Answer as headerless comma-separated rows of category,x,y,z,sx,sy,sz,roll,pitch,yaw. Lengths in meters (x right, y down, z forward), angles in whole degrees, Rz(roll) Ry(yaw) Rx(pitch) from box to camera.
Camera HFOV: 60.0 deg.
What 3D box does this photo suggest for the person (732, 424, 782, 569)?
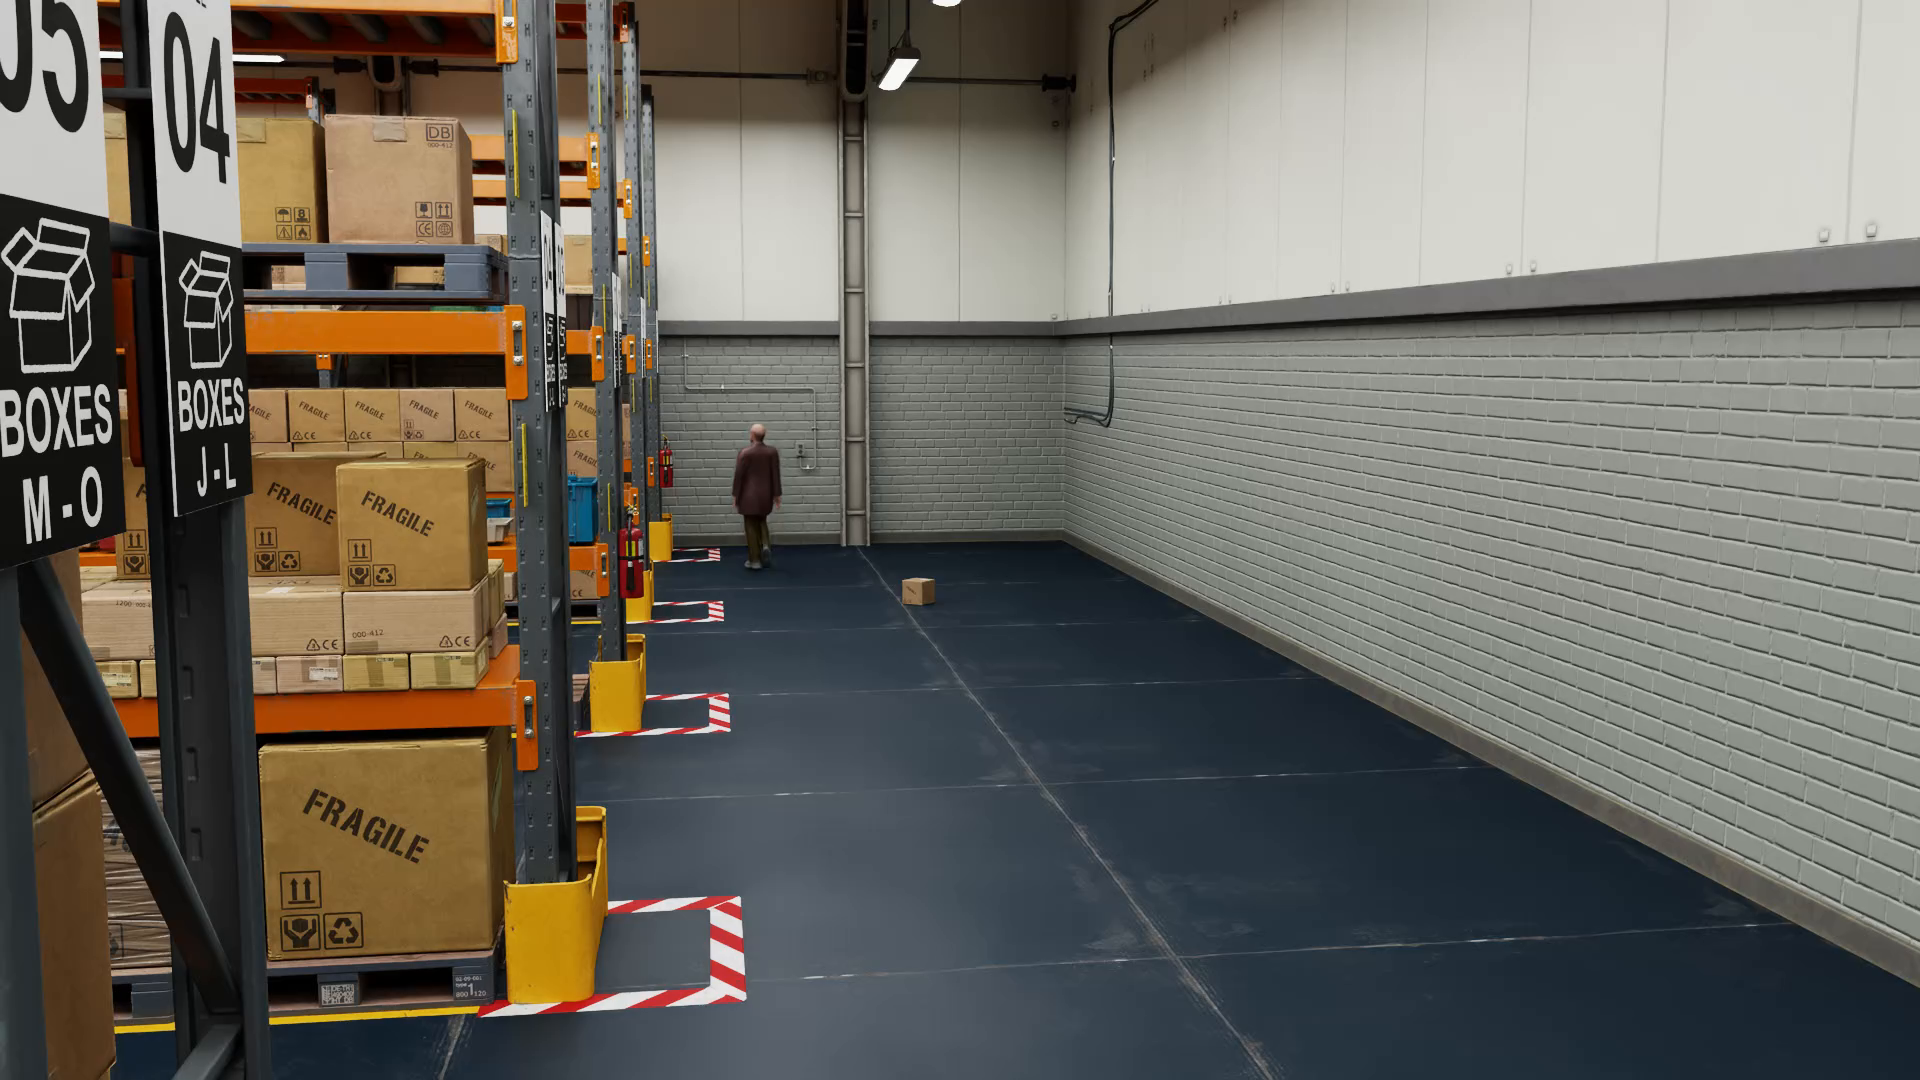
person,-2.523,-0.530,20.426,0.610,1.797,0.481,-4,7,-30
